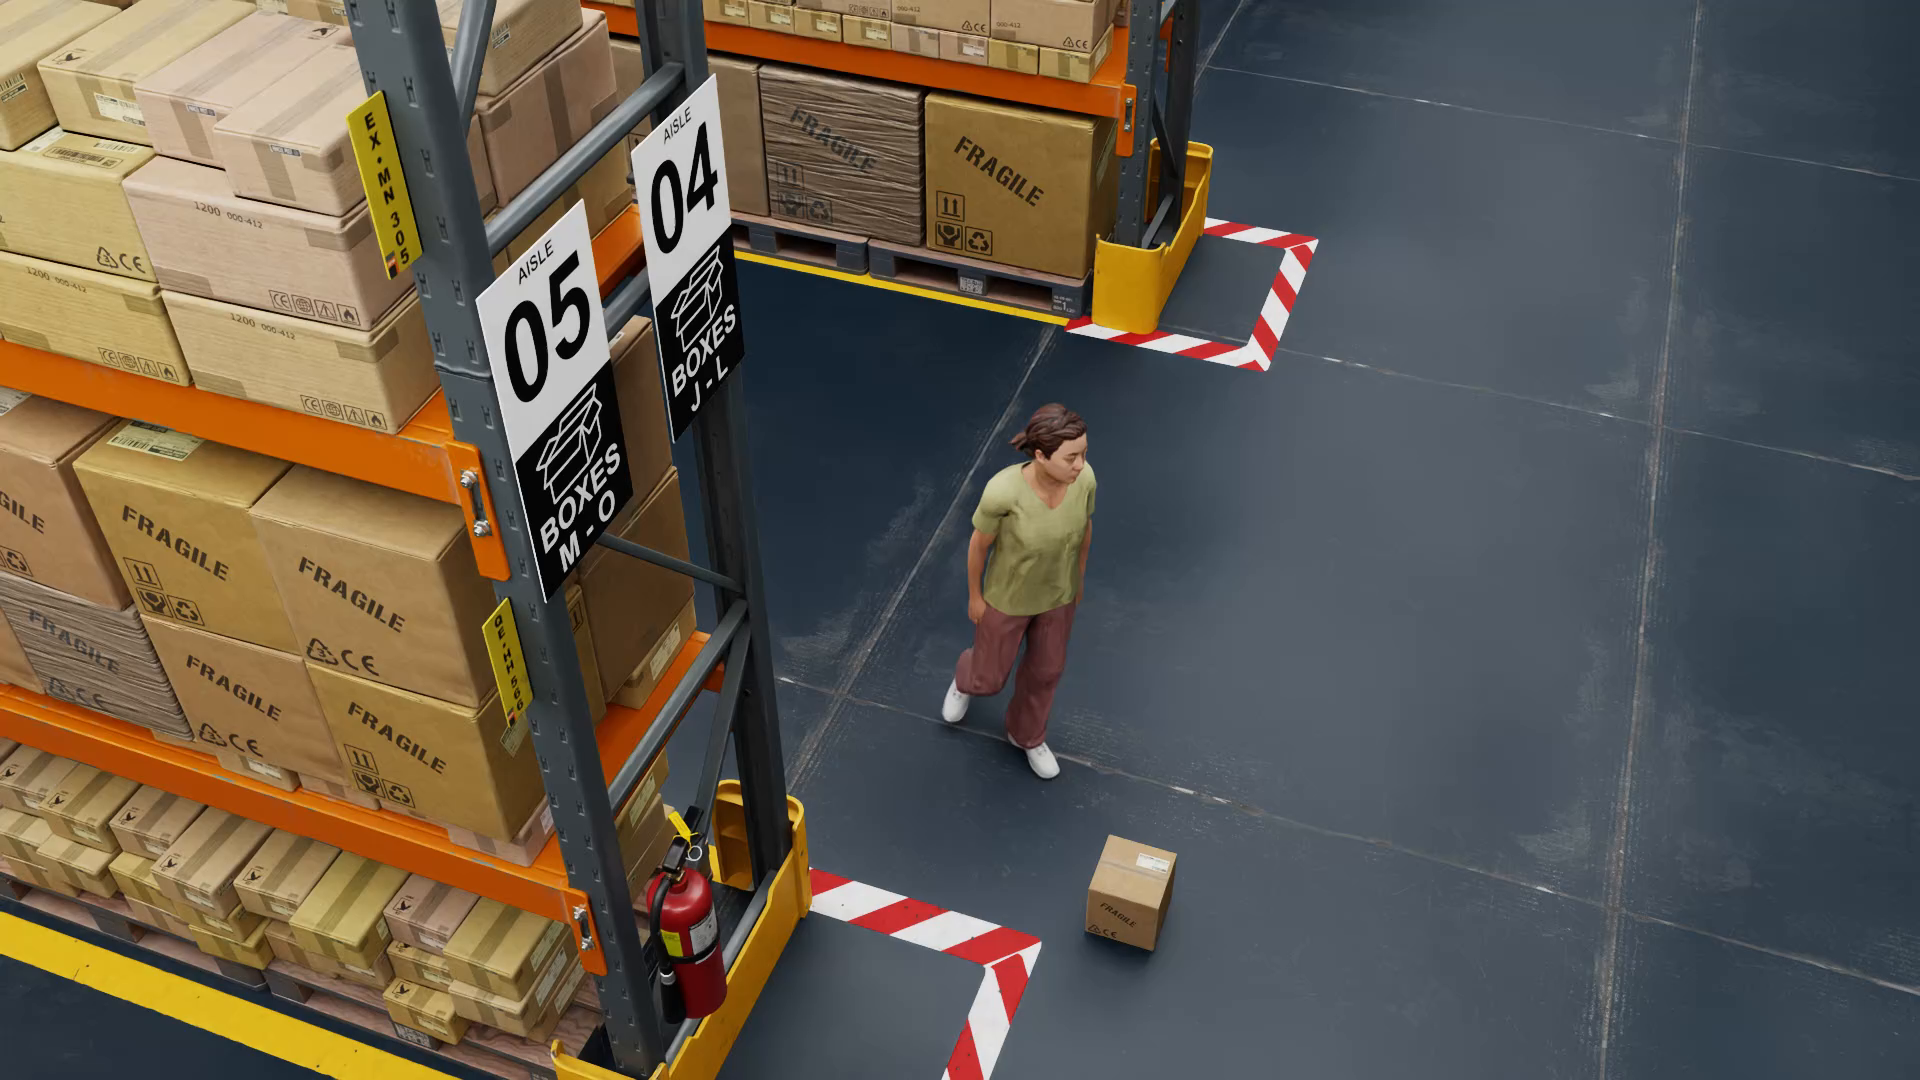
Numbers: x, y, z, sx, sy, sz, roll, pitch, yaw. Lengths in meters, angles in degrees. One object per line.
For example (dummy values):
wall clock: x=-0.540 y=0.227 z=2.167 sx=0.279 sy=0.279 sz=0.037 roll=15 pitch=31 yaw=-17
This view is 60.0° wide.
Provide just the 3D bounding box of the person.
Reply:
person: x=0.210 y=0.142 z=5.997 sx=0.512 sy=1.669 sz=0.563 roll=-14 pitch=44 yaw=-15
